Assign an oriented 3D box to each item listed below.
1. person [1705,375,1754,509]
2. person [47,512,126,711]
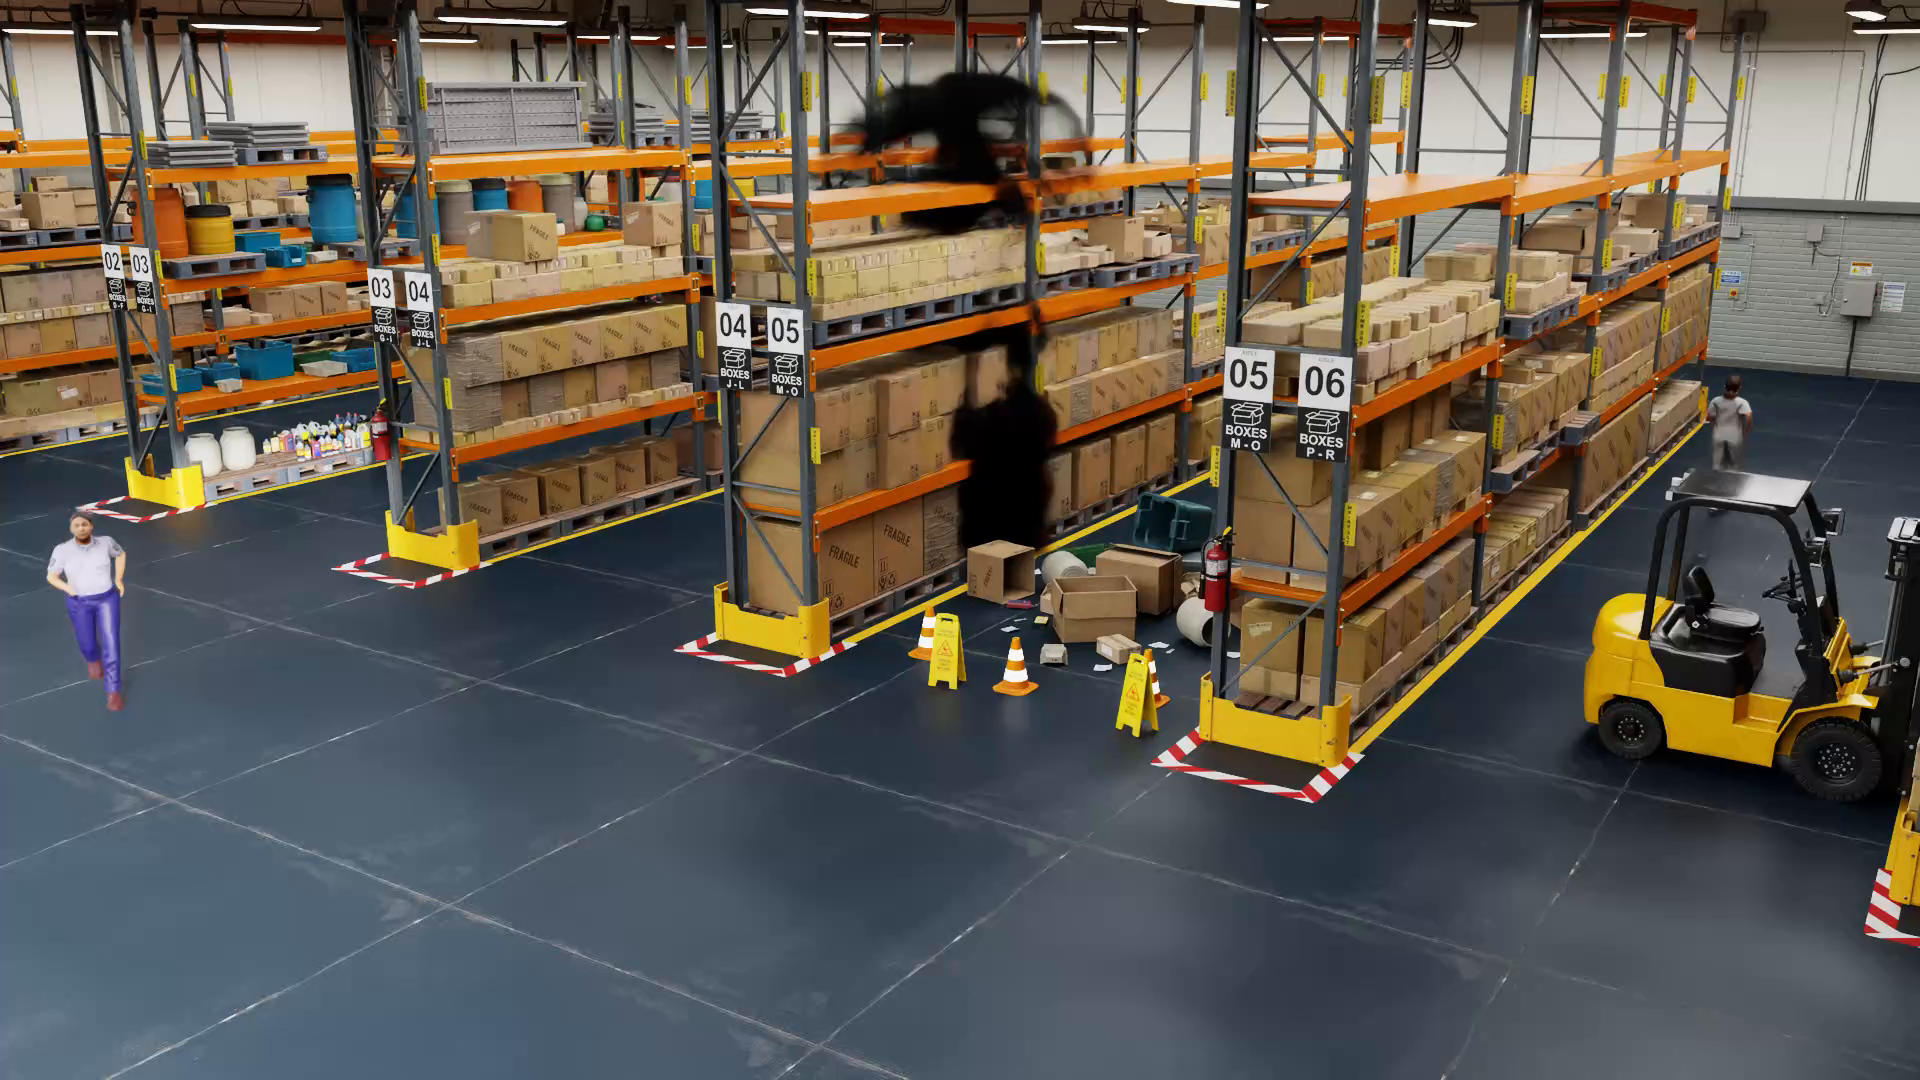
[{"bbox_3d":[9.340,-1.157,20.264,0.548,1.725,0.708,9,18,28],"label":"person"},{"bbox_3d":[-7.381,0.555,14.148,0.611,1.649,0.931,-8,17,-27],"label":"person"}]
